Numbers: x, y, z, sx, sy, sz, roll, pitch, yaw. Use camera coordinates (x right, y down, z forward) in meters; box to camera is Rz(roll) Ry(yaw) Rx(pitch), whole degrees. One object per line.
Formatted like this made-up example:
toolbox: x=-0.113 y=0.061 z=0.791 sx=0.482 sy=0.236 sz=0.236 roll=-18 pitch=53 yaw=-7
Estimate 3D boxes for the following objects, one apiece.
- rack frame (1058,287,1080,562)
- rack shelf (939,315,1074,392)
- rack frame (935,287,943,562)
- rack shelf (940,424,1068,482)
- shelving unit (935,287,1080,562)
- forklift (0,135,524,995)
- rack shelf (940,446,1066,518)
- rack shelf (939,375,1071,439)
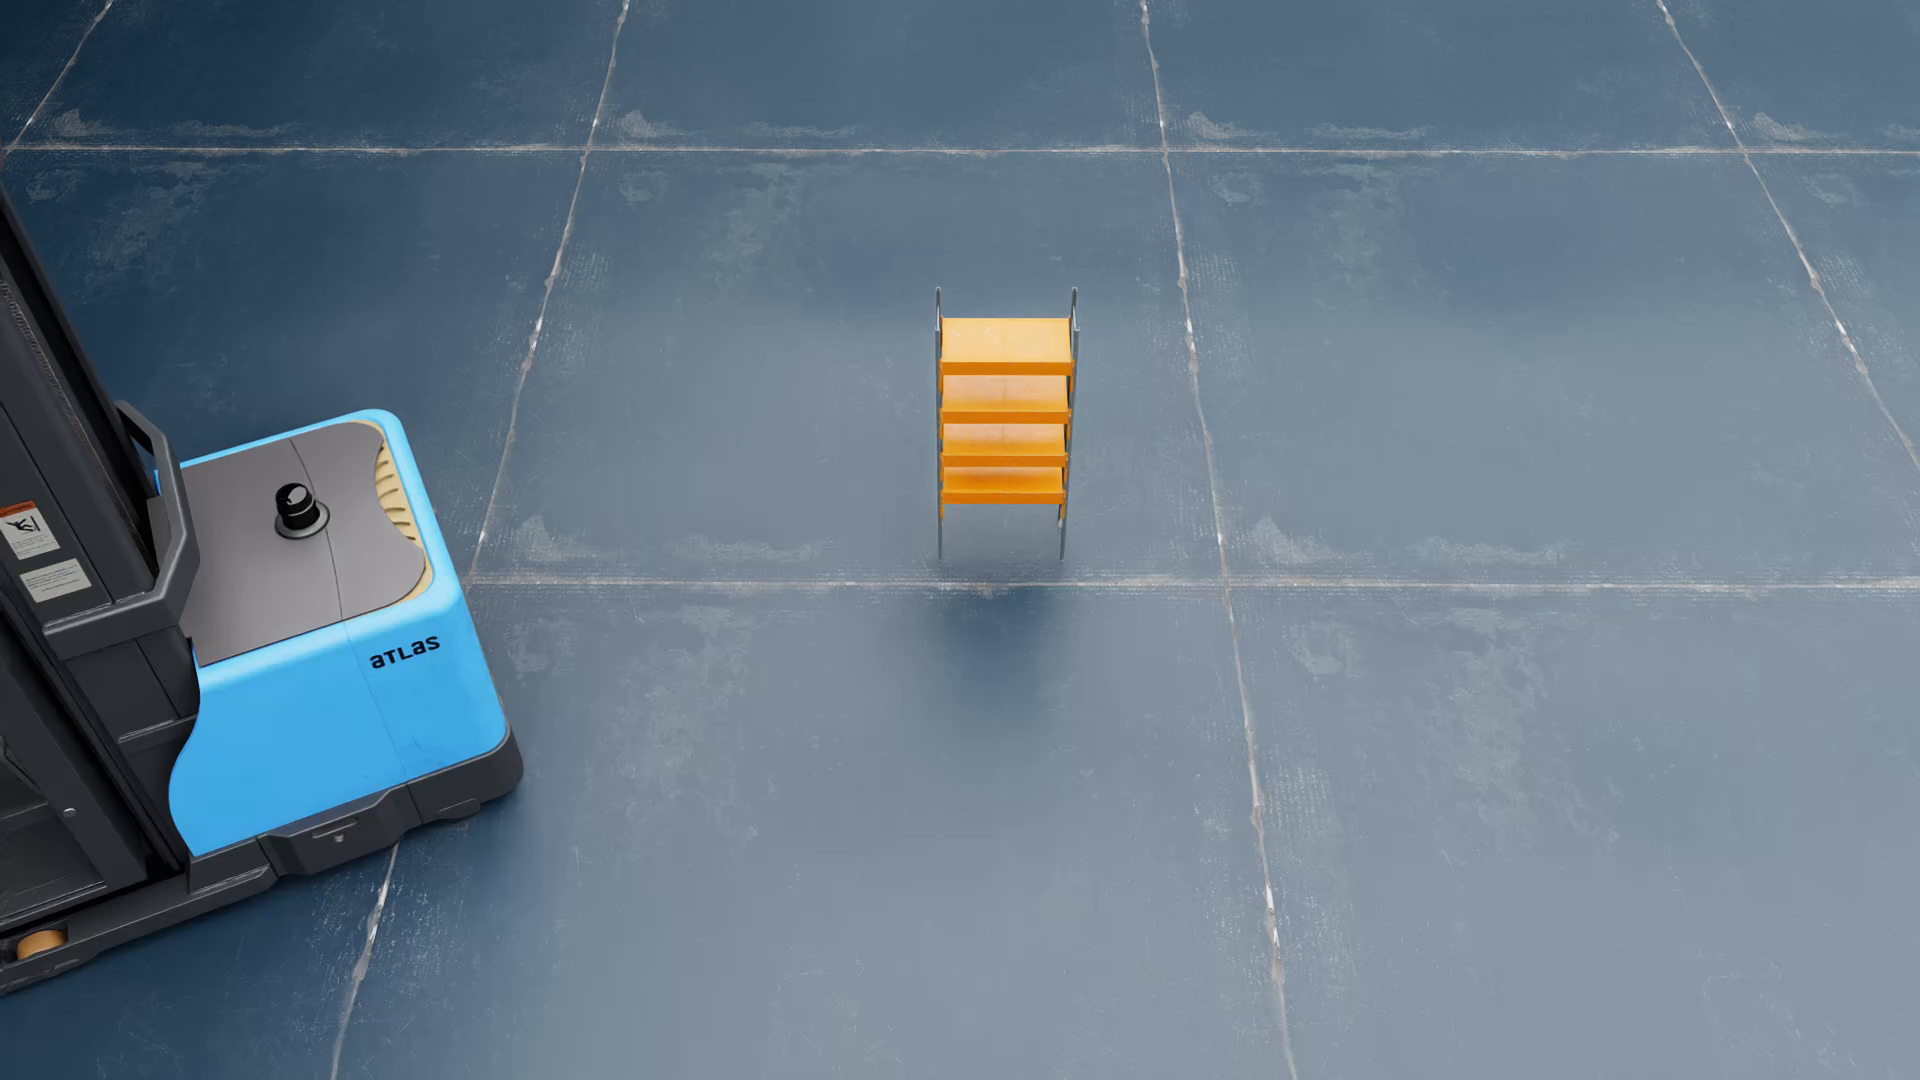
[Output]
rack frame: x=0.410 y=-0.408 z=6.310 sx=0.015 sy=1.200 sz=0.240 roll=0 pitch=47 yaw=0
rack shelf: x=0.166 y=-0.676 z=6.023 sx=0.480 sy=0.148 sz=0.258 roll=0 pitch=47 yaw=0
rack frame: x=-0.078 y=-0.409 z=6.311 sx=0.015 sy=1.200 sz=0.240 roll=0 pitch=47 yaw=0
rack shelf: x=0.166 y=-0.363 z=6.360 sx=0.480 sy=0.148 sz=0.258 roll=0 pitch=47 yaw=0
shelving unit: x=0.166 y=-0.408 z=6.310 sx=0.503 sy=1.200 sz=0.258 roll=0 pitch=47 yaw=0
forklift: x=-3.103 y=0.044 z=4.707 sx=3.031 sy=2.935 sz=1.130 roll=-19 pitch=50 yaw=-17
rack shelf: x=0.166 y=-0.227 z=6.505 sx=0.480 sy=0.148 sz=0.258 roll=0 pitch=47 yaw=0
rack shelf: x=0.166 y=-0.515 z=6.196 sx=0.480 sy=0.148 sz=0.258 roll=0 pitch=47 yaw=0
